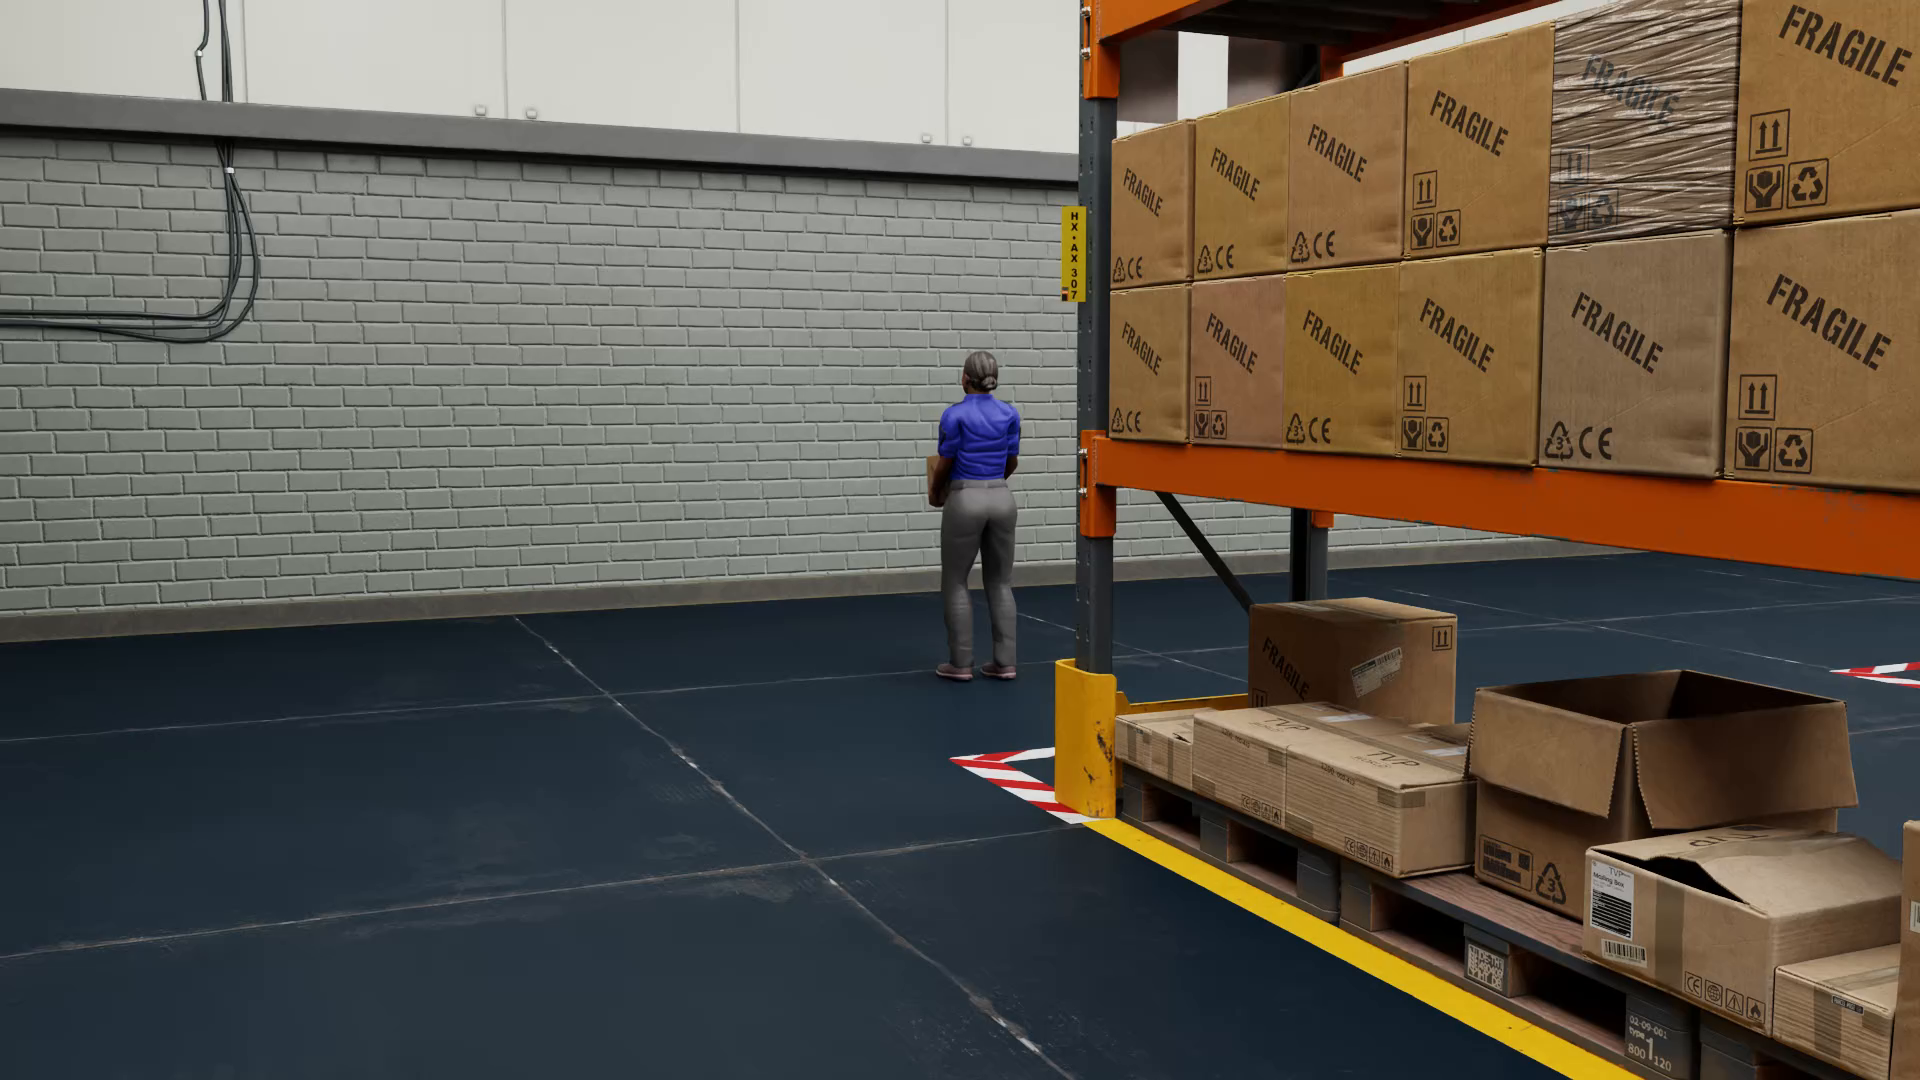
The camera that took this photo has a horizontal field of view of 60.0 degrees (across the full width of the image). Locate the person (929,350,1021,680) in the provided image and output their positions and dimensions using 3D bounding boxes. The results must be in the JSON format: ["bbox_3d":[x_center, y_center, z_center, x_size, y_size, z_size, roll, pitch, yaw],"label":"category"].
[{"bbox_3d":[0.065,-0.124,8.370,0.450,1.647,0.517,-2,6,-23],"label":"person"}]
